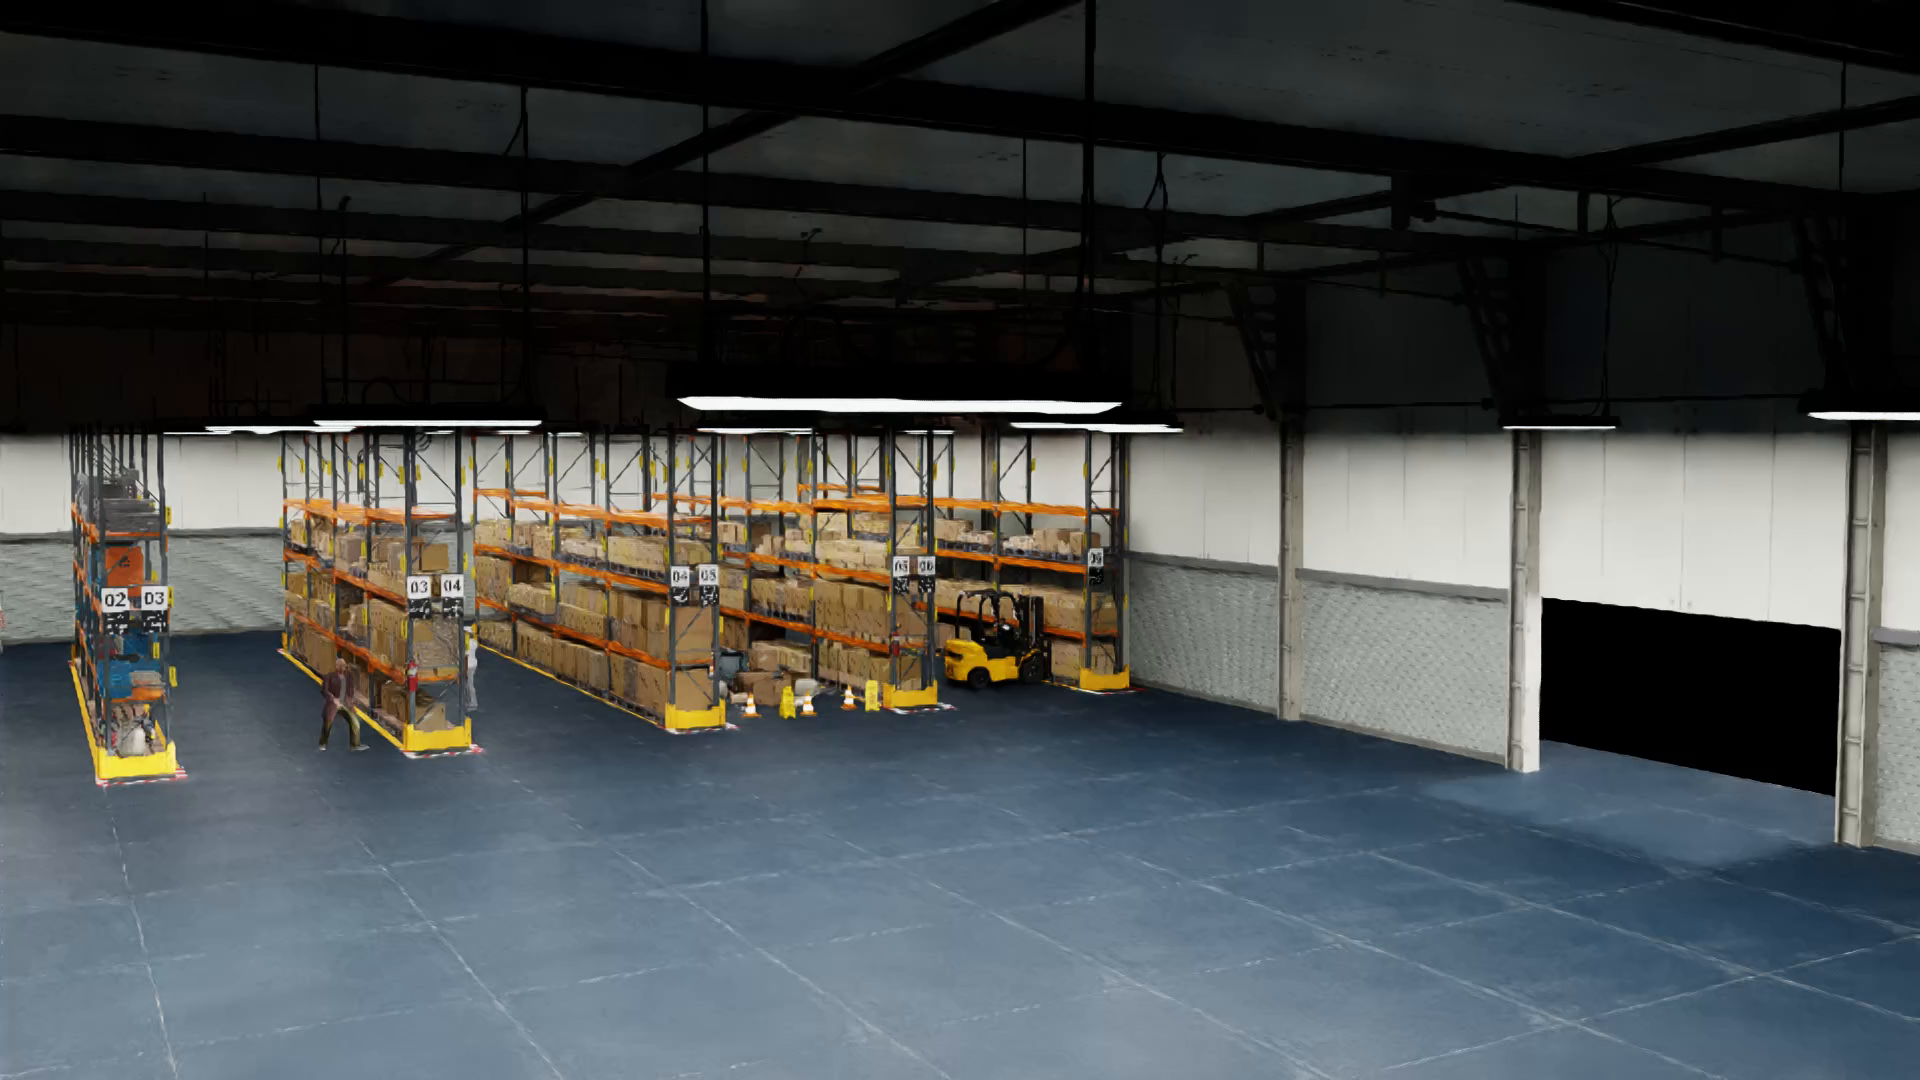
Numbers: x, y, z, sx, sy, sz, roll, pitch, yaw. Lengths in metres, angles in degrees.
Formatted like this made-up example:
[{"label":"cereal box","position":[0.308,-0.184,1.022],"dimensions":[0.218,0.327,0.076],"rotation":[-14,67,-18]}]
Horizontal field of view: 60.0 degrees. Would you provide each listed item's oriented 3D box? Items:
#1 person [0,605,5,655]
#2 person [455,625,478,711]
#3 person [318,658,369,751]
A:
[{"label":"person","position":[-25.225,2.181,43.385],"dimensions":[0.640,1.800,0.537],"rotation":[1,4,22]},{"label":"person","position":[-10.363,2.671,34.853],"dimensions":[0.494,1.765,0.625],"rotation":[0,4,-3]},{"label":"person","position":[-11.296,2.984,30.227],"dimensions":[0.880,1.708,0.736],"rotation":[3,5,45]}]
